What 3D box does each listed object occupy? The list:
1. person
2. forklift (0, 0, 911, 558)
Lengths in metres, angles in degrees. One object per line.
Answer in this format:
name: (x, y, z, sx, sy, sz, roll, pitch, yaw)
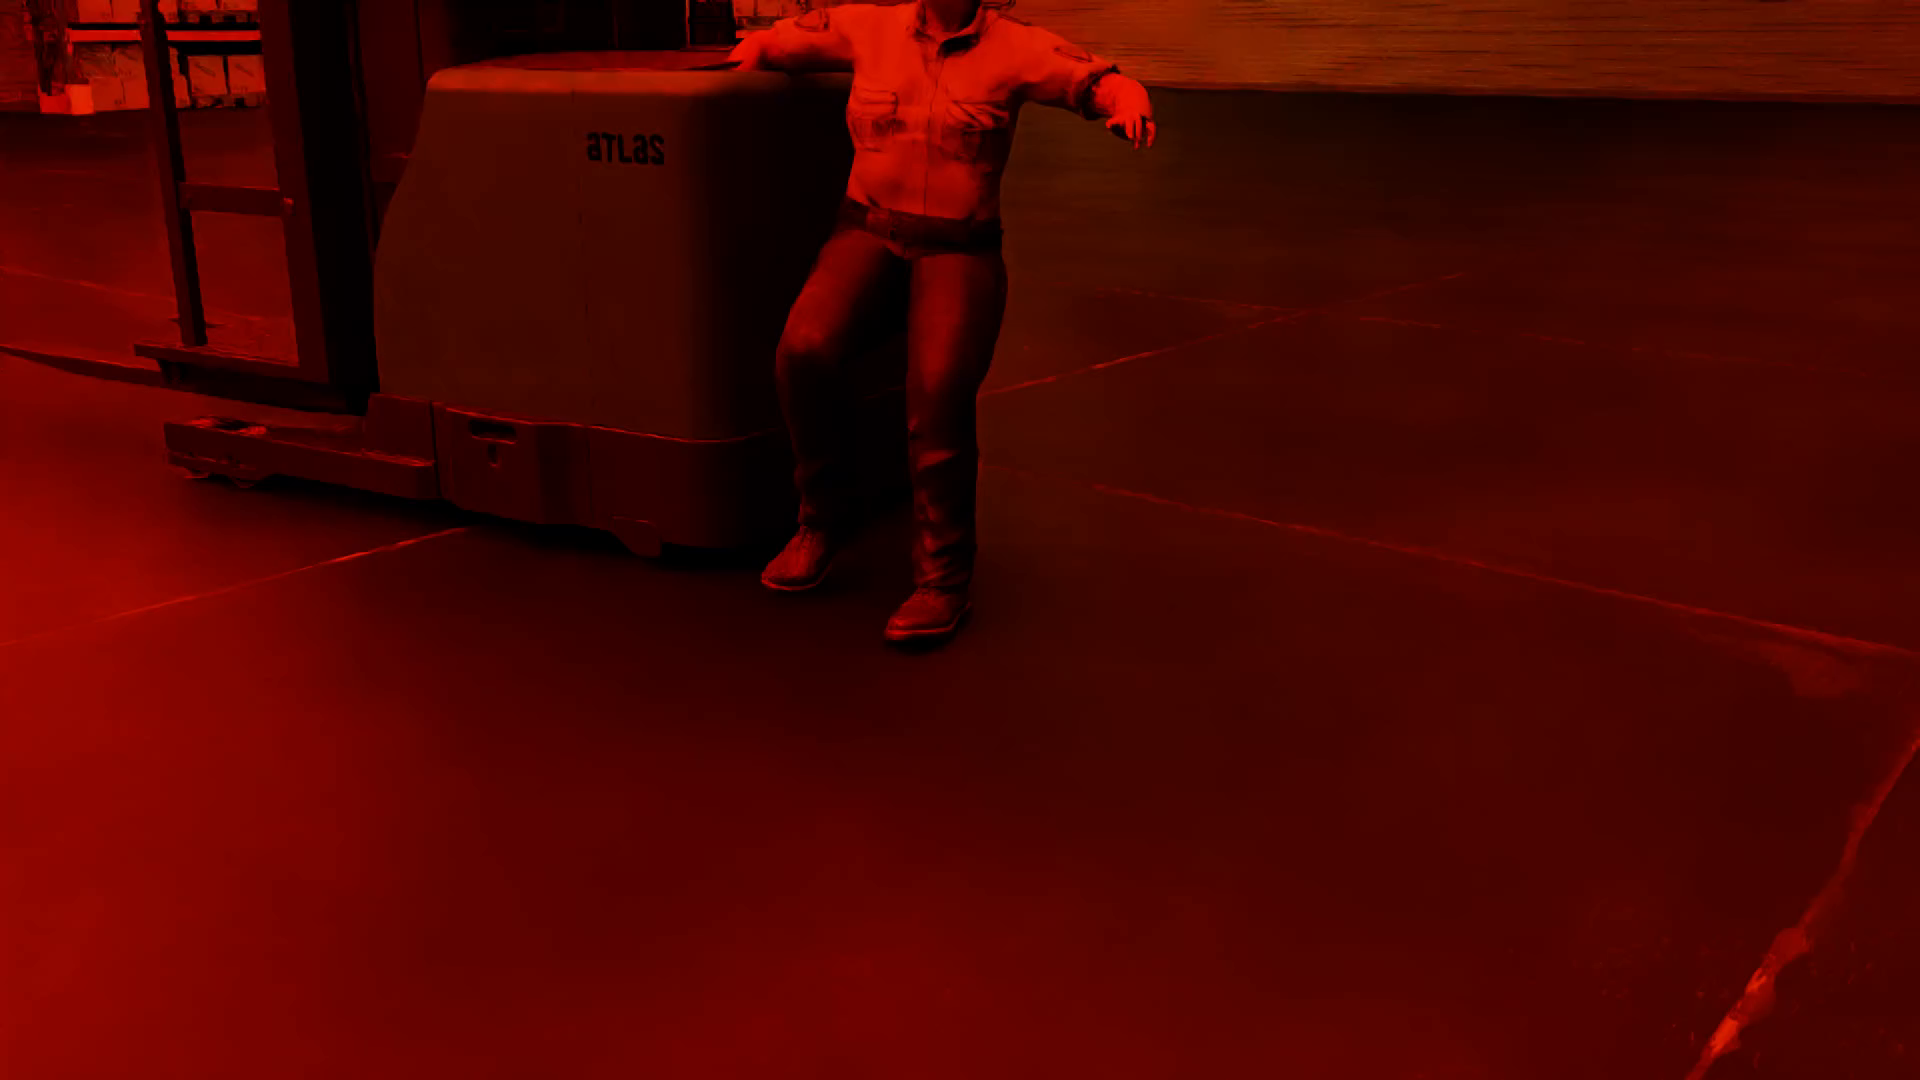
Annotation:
person: (-0.123, -0.571, 3.380, 1.009, 1.406, 0.788, 1, 17, 5)
forklift: (-1.544, -1.658, 4.358, 3.031, 2.935, 1.130, 10, 19, 29)
